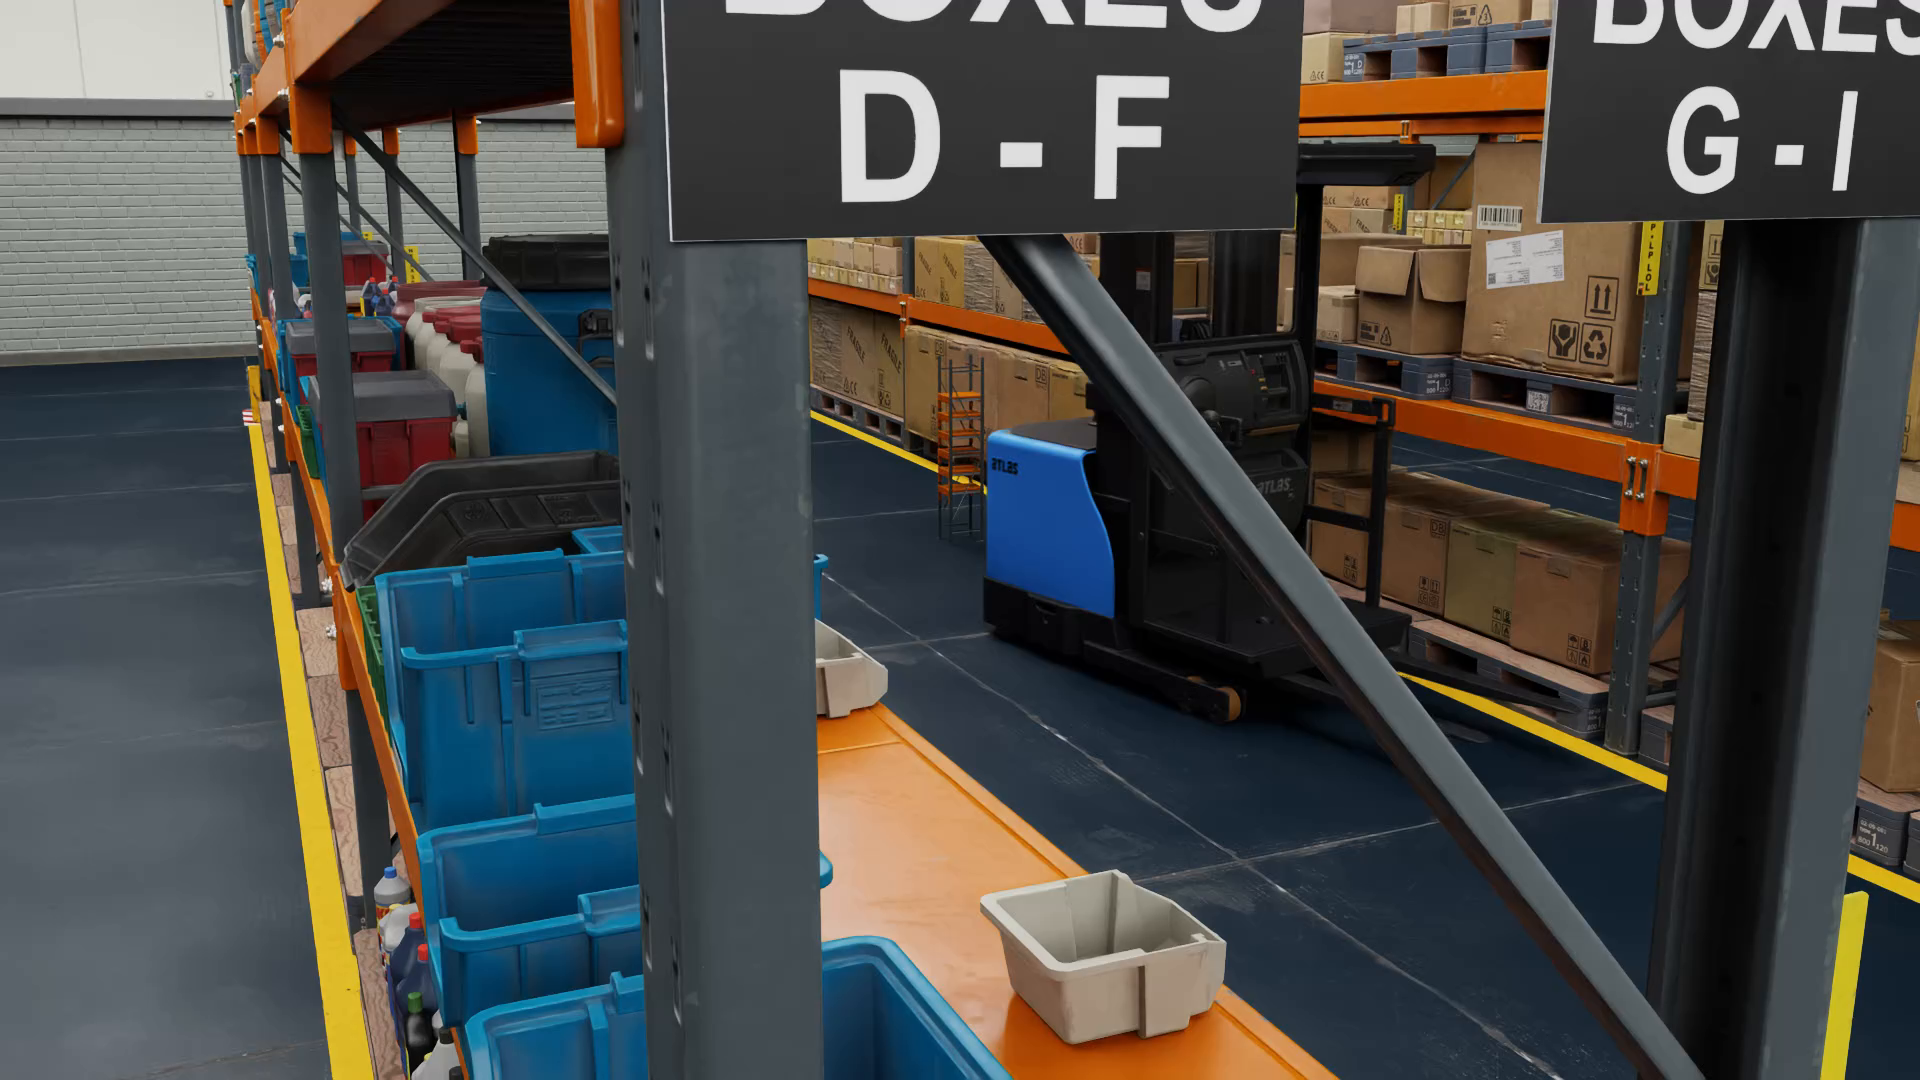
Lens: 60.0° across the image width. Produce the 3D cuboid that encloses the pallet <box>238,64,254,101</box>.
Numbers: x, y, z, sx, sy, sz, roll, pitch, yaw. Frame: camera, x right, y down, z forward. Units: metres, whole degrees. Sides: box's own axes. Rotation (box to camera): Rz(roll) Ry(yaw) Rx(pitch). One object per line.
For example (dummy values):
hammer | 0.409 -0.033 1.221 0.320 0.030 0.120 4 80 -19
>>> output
pallet | -4.133 -3.031 11.078 1.213 0.211 1.003 -6 14 -23

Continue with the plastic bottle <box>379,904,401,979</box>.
plastic bottle | -1.565 1.114 4.635 0.097 0.201 0.097 0 13 0

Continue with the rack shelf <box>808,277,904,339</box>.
rack shelf | -0.800 -2.324 15.856 1.077 0.370 4.000 -6 14 -23

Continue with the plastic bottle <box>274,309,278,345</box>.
plastic bottle | -4.215 -1.356 10.361 0.097 0.271 0.097 0 13 0

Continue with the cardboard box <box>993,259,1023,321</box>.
cardboard box | 0.571 -1.879 12.115 0.500 0.500 0.500 -5 14 -22

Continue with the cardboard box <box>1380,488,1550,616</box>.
cardboard box | 2.582 0.050 8.569 0.700 0.500 0.500 -7 15 -28

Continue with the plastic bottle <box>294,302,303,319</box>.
plastic bottle | -3.971 -1.282 9.865 0.144 0.351 0.185 -6 14 -23

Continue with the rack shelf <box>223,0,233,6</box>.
rack shelf | -5.338 -4.605 13.292 1.077 0.370 4.000 -6 14 -23

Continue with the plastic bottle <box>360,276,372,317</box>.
plastic bottle | -4.001 -1.617 11.313 0.144 0.351 0.185 -6 14 -23

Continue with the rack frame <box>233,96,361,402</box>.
rack frame | -6.139 -2.641 15.627 1.000 3.000 0.127 -6 14 -23

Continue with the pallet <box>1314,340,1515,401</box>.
pallet | 2.434 -0.937 8.689 1.003 0.211 1.213 -6 14 -23

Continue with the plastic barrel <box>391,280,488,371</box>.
plastic barrel | -2.471 -0.986 8.175 0.600 0.536 0.708 -6 14 -23

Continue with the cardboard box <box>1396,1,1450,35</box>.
cardboard box | 2.363 -2.539 8.124 0.380 0.166 0.250 -6 14 -25

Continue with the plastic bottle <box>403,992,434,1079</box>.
plastic bottle | -1.285 1.229 3.957 0.061 0.283 0.133 -5 14 -20

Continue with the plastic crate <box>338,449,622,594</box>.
plastic crate | -1.239 -0.012 4.405 0.767 0.338 0.504 -6 14 -23

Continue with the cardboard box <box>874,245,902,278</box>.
cardboard box | -0.416 -2.401 14.265 0.500 0.250 0.500 -6 14 -24

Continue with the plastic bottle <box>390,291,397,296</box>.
plastic bottle | -3.734 -1.522 11.069 0.152 0.276 0.135 -6 14 -23

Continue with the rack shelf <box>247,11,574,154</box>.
rack shelf | -2.133 -1.686 6.443 1.077 0.370 4.000 -6 14 -23

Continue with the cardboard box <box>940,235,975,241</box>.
cardboard box | 0.265 -2.668 13.298 0.797 0.503 0.637 -6 14 -24

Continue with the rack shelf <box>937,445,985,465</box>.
rack shelf | 0.006 -0.538 10.732 0.258 0.103 0.180 -6 14 -23

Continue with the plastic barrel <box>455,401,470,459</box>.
plastic barrel | -1.722 -0.381 6.172 0.301 0.262 0.301 0 13 0

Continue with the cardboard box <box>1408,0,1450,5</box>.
cardboard box | 2.424 -2.904 8.783 0.500 0.500 0.500 -5 14 -22

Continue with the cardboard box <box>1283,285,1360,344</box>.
cardboard box | 2.065 -1.200 8.802 0.500 0.250 0.500 -6 14 -25

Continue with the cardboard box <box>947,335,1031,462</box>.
cardboard box | 0.635 -1.116 12.821 1.225 0.875 0.875 -6 14 -25

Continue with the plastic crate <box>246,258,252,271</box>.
plastic crate | -6.078 -2.372 14.703 0.416 0.233 0.300 -6 14 -23

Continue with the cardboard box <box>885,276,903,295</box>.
cardboard box | -0.421 -2.173 14.162 0.380 0.149 0.250 -6 14 -23

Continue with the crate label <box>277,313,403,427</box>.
crate label | -2.784 -0.775 7.489 0.502 0.435 0.616 -6 14 -23

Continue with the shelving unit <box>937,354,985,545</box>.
shelving unit | 0.006 -0.582 10.722 0.258 1.200 0.189 -6 14 -23

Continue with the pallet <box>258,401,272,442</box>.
pallet | -5.844 -1.108 15.190 1.003 0.211 1.213 -6 14 -23

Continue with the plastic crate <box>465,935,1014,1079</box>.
plastic crate | -0.204 0.661 1.691 0.499 0.251 0.616 -6 14 -23

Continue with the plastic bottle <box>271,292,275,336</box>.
plastic bottle | -4.425 -1.460 10.783 0.061 0.283 0.133 -6 14 -23

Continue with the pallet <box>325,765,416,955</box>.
pallet | -1.682 1.038 5.915 1.003 0.211 1.213 -6 14 -23

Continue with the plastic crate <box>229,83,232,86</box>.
plastic crate | -6.240 -3.934 14.851 0.497 0.269 0.590 -6 14 -23

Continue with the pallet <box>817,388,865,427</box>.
pallet | -0.724 -1.320 16.104 1.003 0.211 1.213 -6 14 -23

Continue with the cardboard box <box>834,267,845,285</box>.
cardboard box | -0.936 -2.438 15.309 0.380 0.149 0.250 -6 14 -24

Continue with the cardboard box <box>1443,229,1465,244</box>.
cardboard box | 4.532 -2.686 14.790 0.380 0.149 0.250 -5 14 -22

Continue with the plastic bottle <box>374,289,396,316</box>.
plastic bottle | -3.513 -1.361 10.206 0.144 0.351 0.185 -6 14 -23

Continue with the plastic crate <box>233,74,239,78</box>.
plastic crate | -5.194 -3.353 12.425 0.416 0.233 0.300 -6 14 -23

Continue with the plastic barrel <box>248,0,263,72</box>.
plastic barrel | -2.804 -2.504 7.273 0.600 0.901 0.600 0 13 0

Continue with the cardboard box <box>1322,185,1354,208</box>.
cardboard box | 3.939 -3.549 16.451 0.500 0.500 0.500 -6 14 -25

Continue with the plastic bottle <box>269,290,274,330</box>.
plastic bottle | -4.554 -1.548 11.182 0.152 0.276 0.135 -6 14 -23

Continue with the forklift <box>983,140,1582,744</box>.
forklift | 1.400 -0.740 7.566 1.130 2.935 3.031 -9 16 -35

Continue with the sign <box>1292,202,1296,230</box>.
sign | 2.097 -2.012 10.517 0.100 0.325 0.005 -6 14 -23

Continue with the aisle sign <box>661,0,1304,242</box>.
aisle sign | 0.027 -0.560 0.871 0.394 0.787 0.004 -6 14 -23

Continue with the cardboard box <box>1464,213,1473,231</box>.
cardboard box | 4.638 -2.776 14.518 0.380 0.149 0.250 -6 14 -24

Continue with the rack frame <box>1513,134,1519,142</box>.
rack frame | 7.479 -3.983 21.428 1.000 3.000 0.127 -6 14 -23

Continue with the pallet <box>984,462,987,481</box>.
pallet | 0.872 -0.498 12.554 1.003 0.211 1.213 -6 14 -23

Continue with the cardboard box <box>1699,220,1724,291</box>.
cardboard box | 3.154 -1.174 6.190 0.500 0.500 0.500 -6 14 -23

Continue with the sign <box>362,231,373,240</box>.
sign | -5.641 -2.773 15.838 0.100 0.325 0.005 -6 14 -23

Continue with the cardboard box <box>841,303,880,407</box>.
cardboard box | -0.550 -1.761 15.605 0.875 0.875 0.875 -6 14 -23
